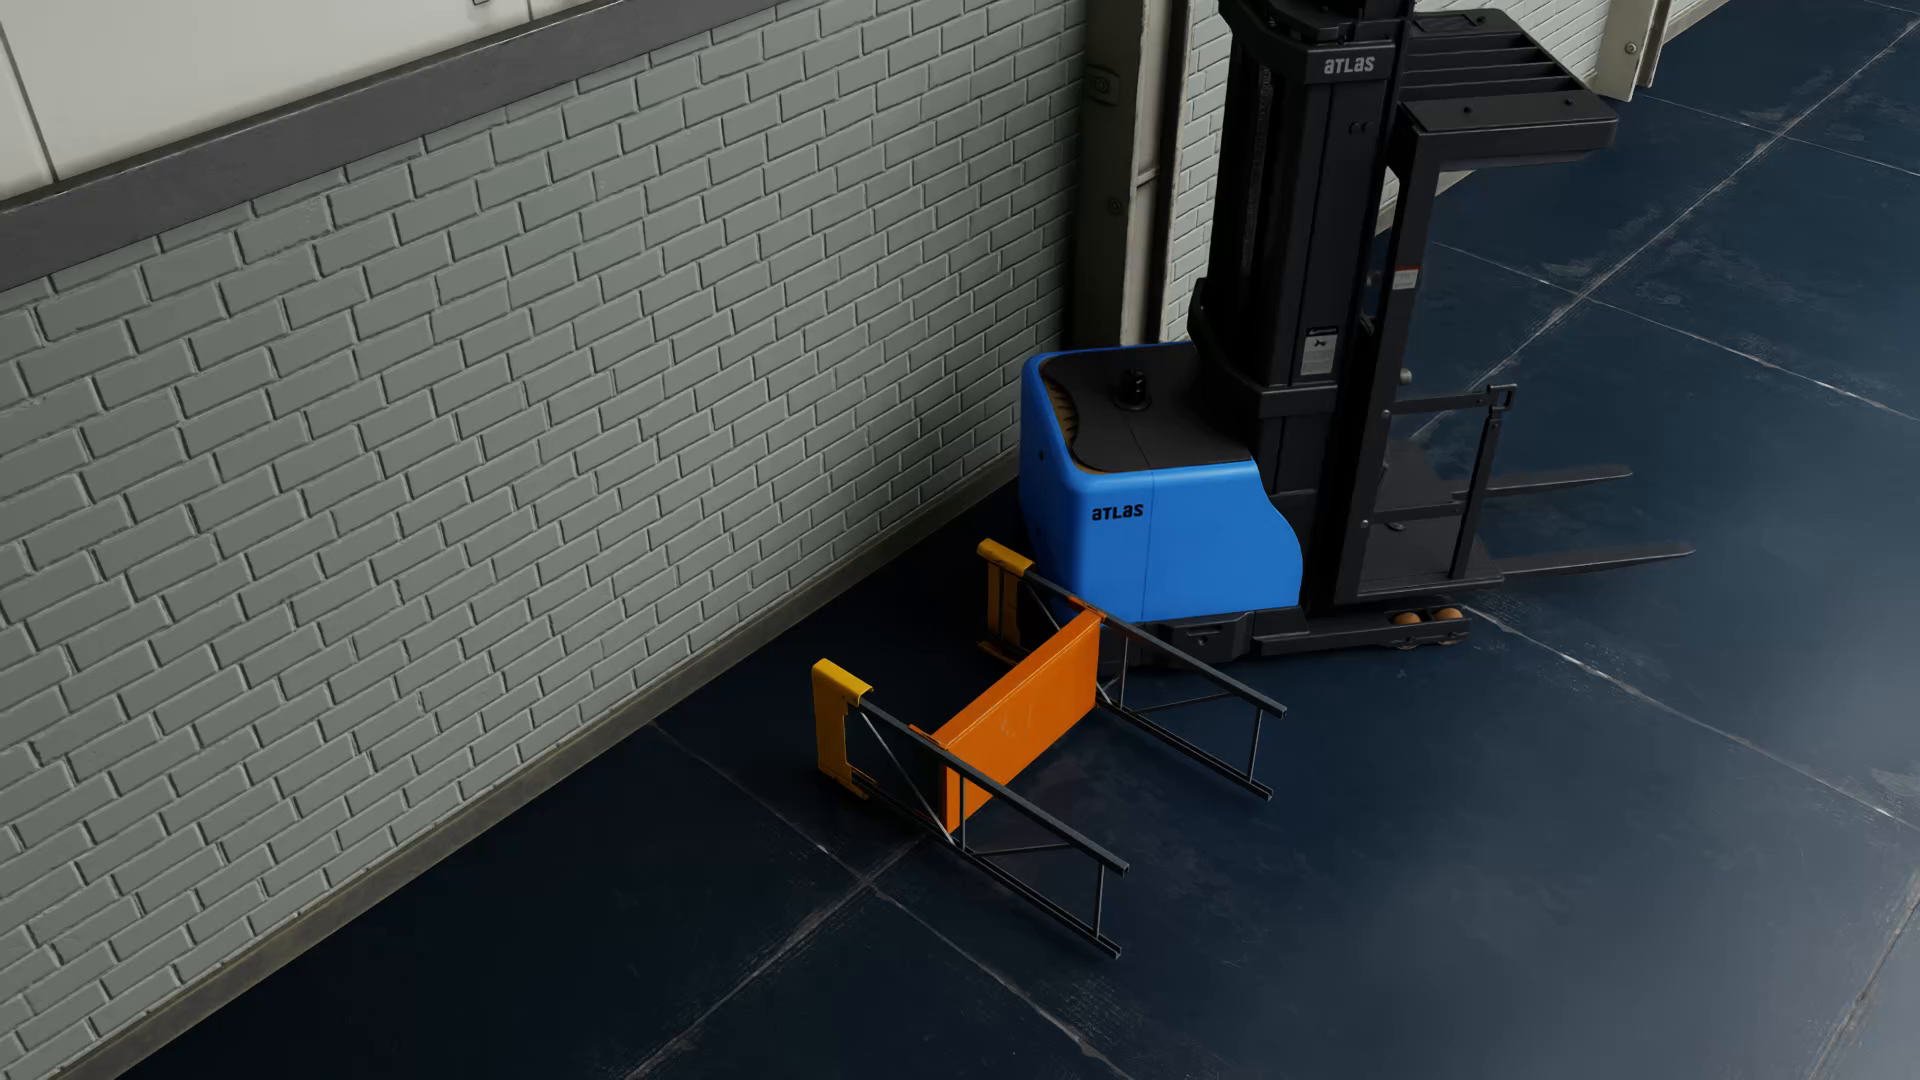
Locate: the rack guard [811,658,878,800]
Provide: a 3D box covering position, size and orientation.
[{"bbox_3d":[-0.456,0.753,6.594,0.250,0.587,0.087,28,46,31],"label":"rack guard"}]

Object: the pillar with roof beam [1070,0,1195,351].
[{"bbox_3d":[3.974,-2.276,3.666,9.100,9.000,0.400,30,47,32],"label":"pillar with roof beam"}]

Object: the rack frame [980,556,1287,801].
[{"bbox_3d":[0.668,0.536,6.867,1.500,0.500,0.032,28,46,31],"label":"rack frame"}]

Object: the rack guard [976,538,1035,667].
[{"bbox_3d":[0.194,0.283,7.185,0.250,0.587,0.087,28,46,31],"label":"rack guard"}]

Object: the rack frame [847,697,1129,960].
[{"bbox_3d":[0.005,1.016,6.263,1.500,0.500,0.032,28,46,31],"label":"rack frame"}]

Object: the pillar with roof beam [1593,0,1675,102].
[{"bbox_3d":[8.022,-5.033,7.133,9.100,9.000,0.400,30,47,32],"label":"pillar with roof beam"}]

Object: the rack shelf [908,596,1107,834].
[{"bbox_3d":[0.200,0.703,6.657,0.185,0.538,1.000,28,46,31],"label":"rack shelf"}]

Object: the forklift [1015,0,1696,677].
[{"bbox_3d":[1.823,-0.979,6.910,3.031,2.935,1.130,-6,39,-7],"label":"forklift"}]

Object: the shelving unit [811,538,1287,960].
[{"bbox_3d":[0.343,0.772,6.570,1.500,0.587,1.083,28,46,31],"label":"shelving unit"}]
